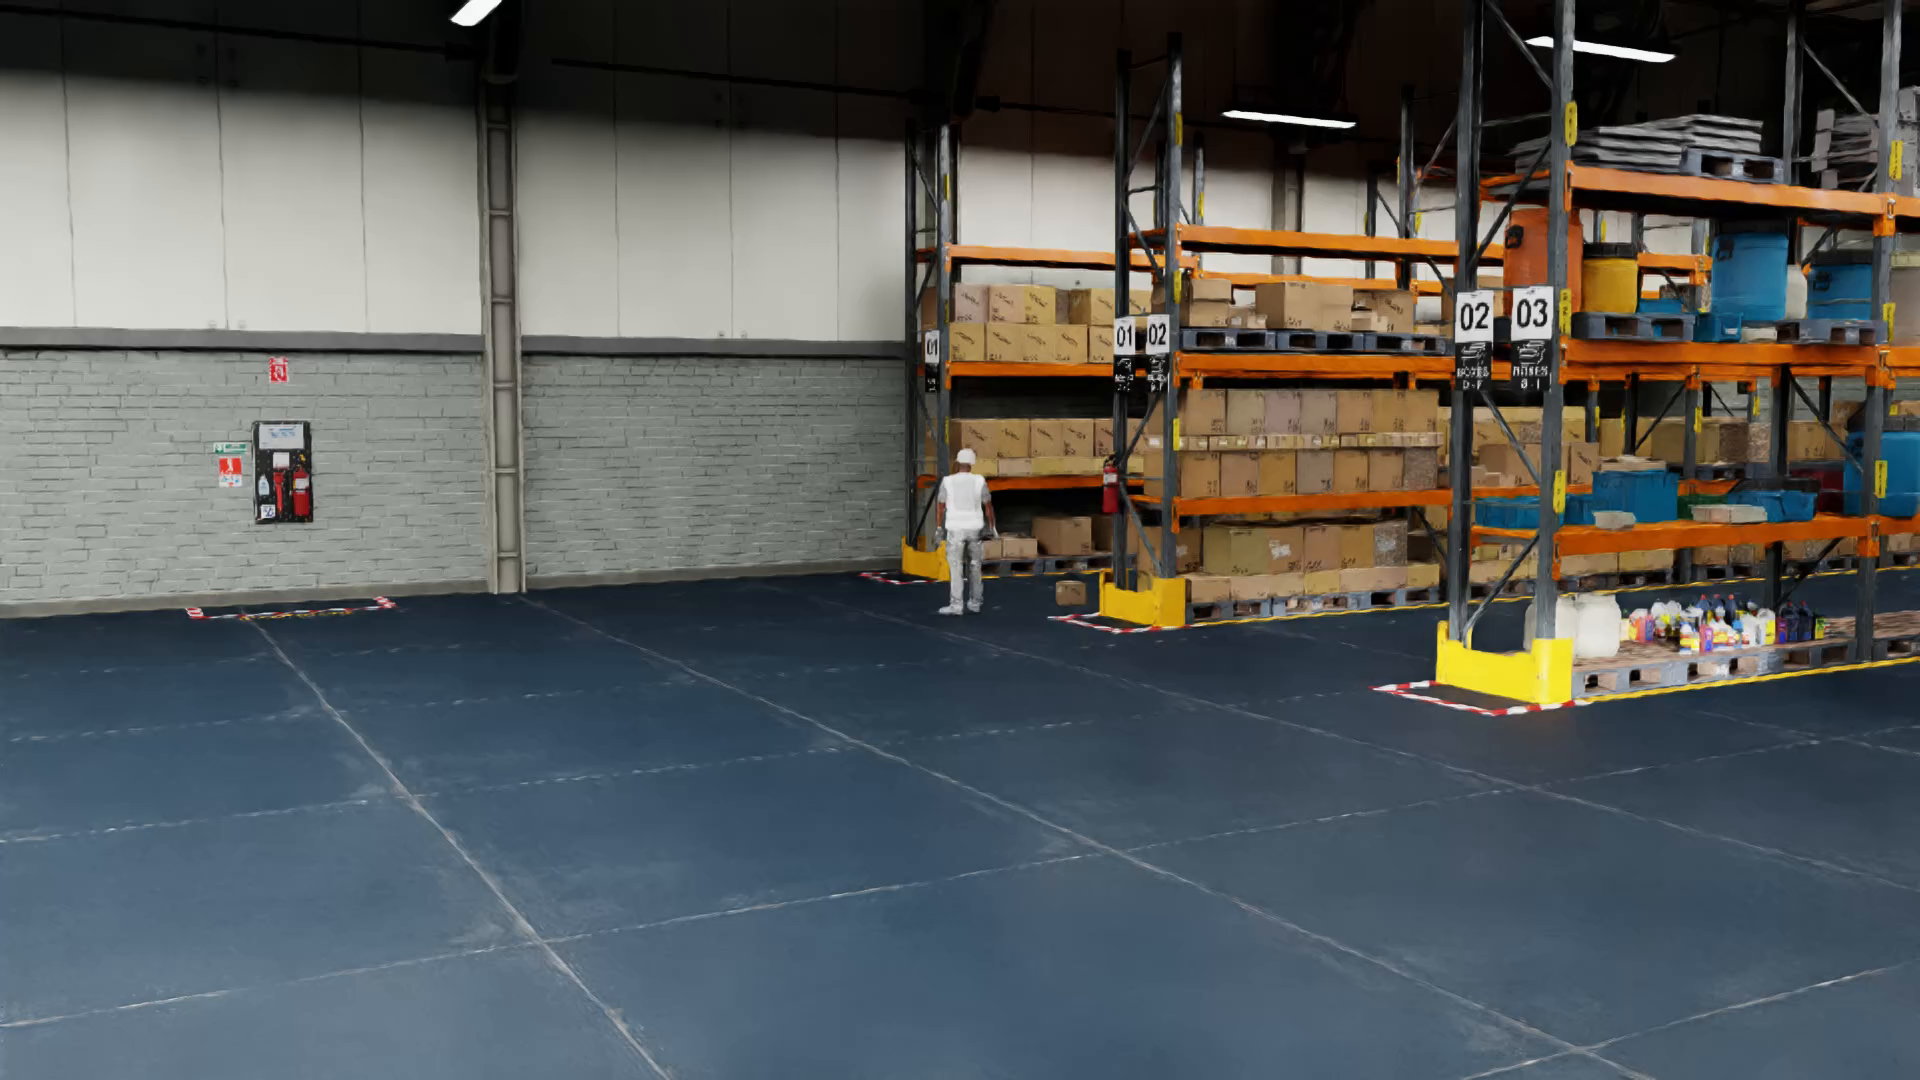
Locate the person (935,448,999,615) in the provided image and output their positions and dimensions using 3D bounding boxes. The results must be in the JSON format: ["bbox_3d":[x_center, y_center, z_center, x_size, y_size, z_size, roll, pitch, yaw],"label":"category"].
[{"bbox_3d":[0.072,-0.106,18.014,0.690,1.784,0.581,-1,5,-11],"label":"person"}]
